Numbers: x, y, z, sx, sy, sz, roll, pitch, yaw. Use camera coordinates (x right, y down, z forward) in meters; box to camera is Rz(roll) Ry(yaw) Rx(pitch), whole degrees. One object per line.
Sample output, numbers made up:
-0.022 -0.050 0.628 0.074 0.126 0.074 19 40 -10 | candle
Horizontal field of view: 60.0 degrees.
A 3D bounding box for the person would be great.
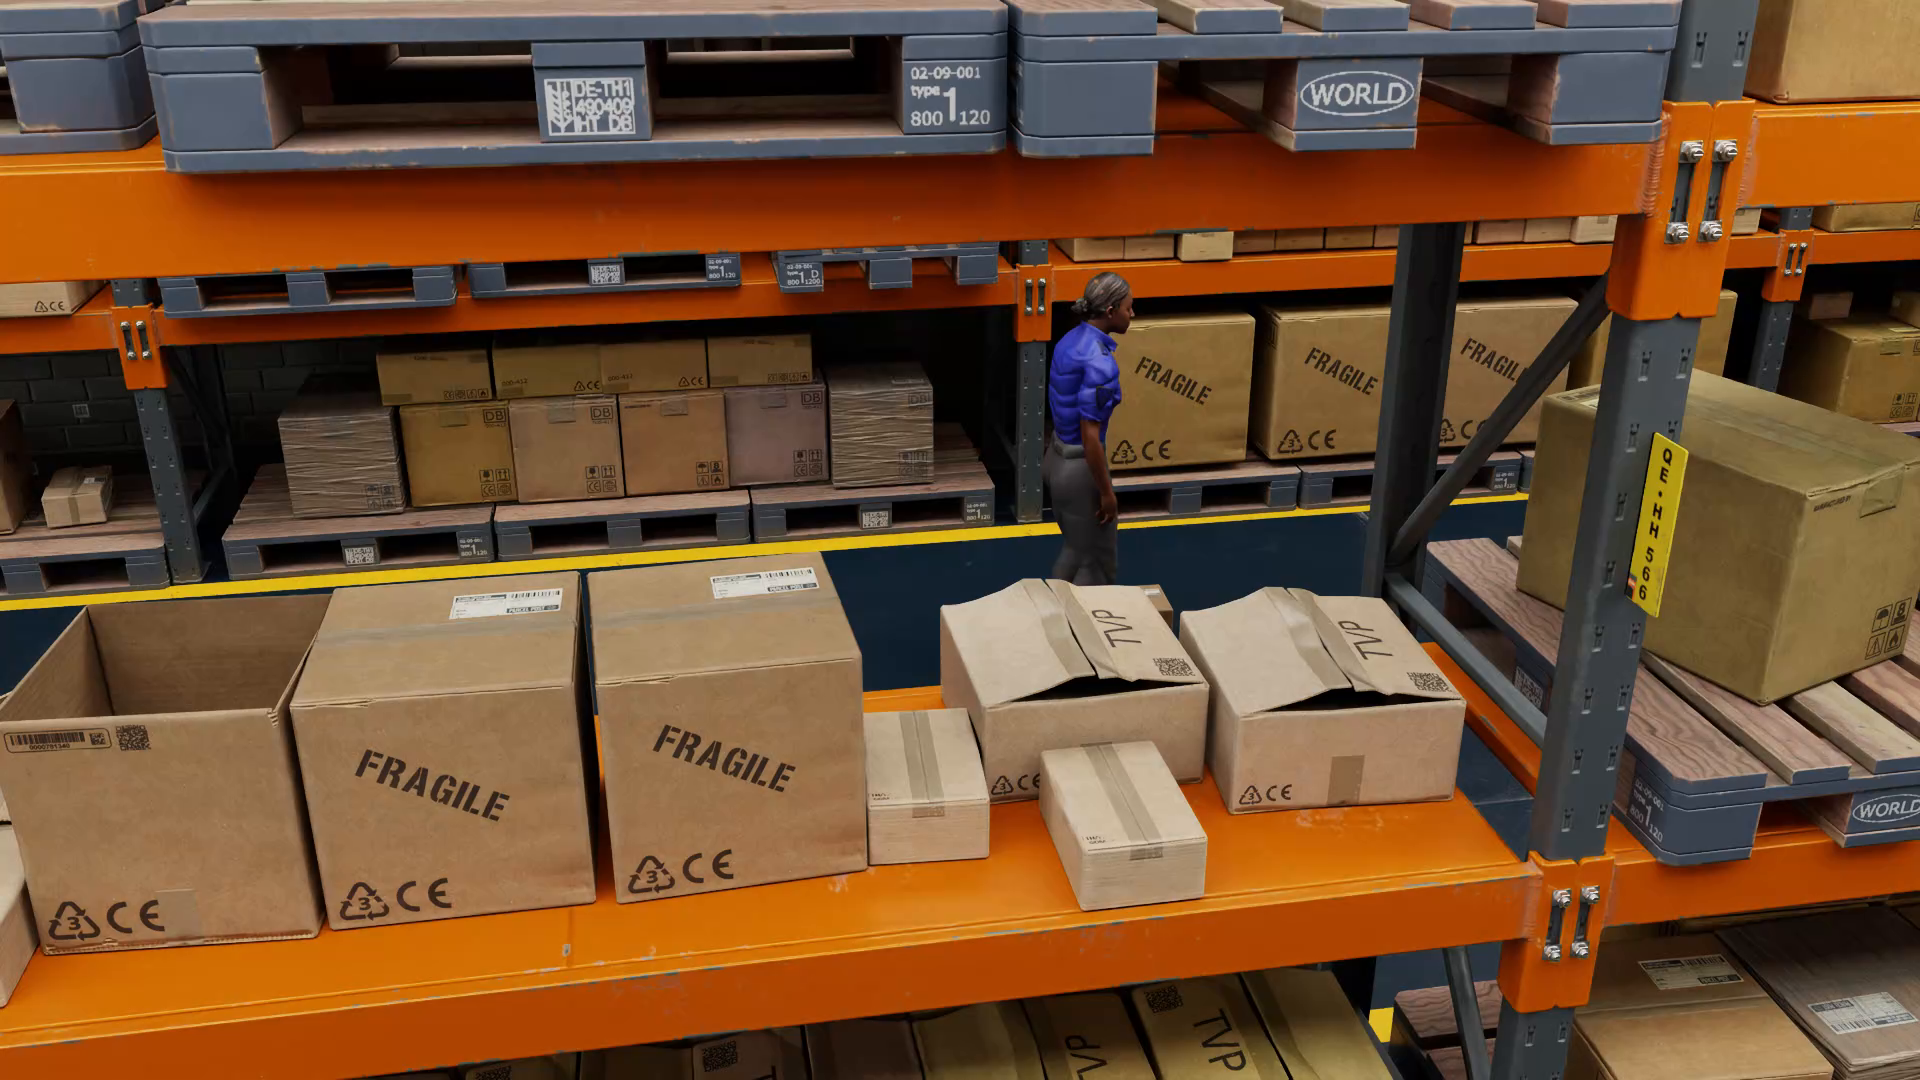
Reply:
0.516 -0.262 6.708 0.347 1.655 0.505 -4 24 -9 | person
